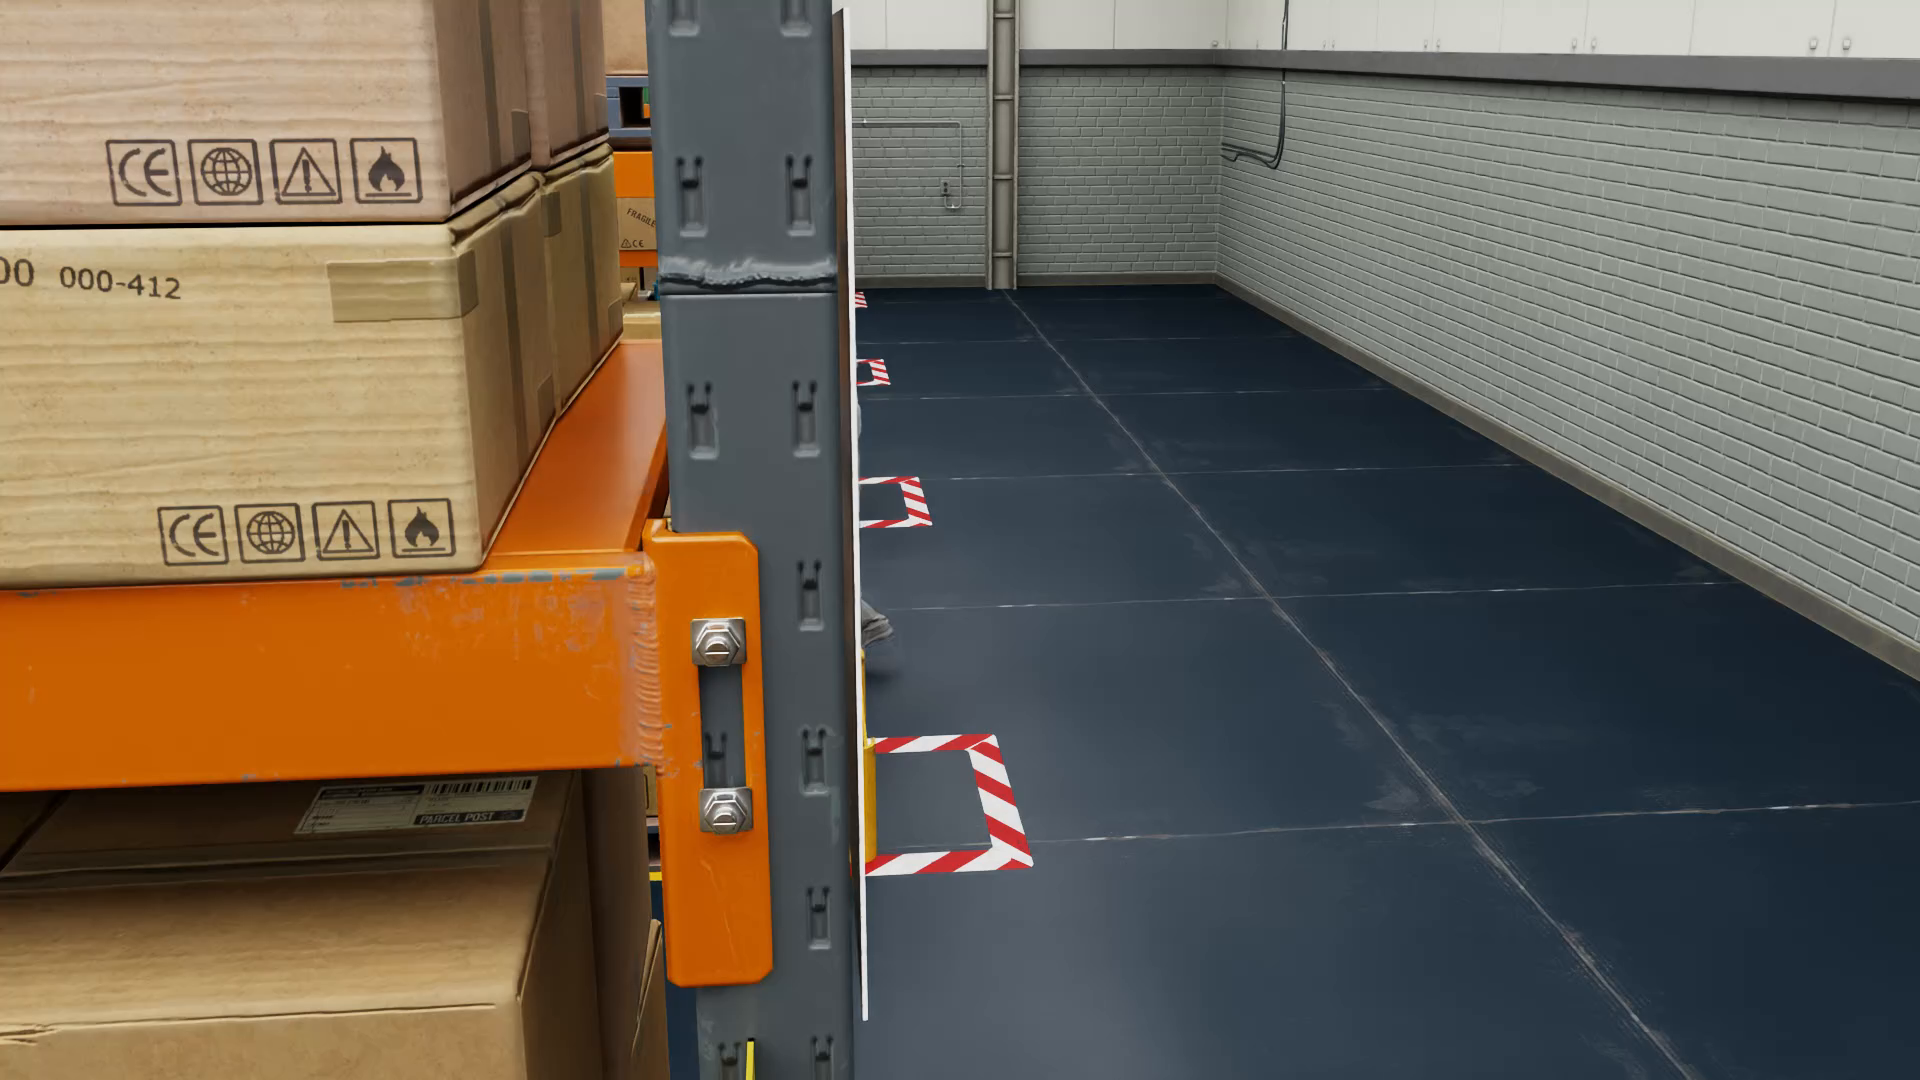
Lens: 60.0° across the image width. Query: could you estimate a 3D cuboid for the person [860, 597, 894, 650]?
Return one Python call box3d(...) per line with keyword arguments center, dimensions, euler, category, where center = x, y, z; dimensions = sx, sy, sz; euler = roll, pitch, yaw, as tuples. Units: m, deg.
box3d(center=(-0.848, -0.125, 8.478), dimensions=(0.986, 1.738, 0.583), euler=(1, 17, 5), category="person")
